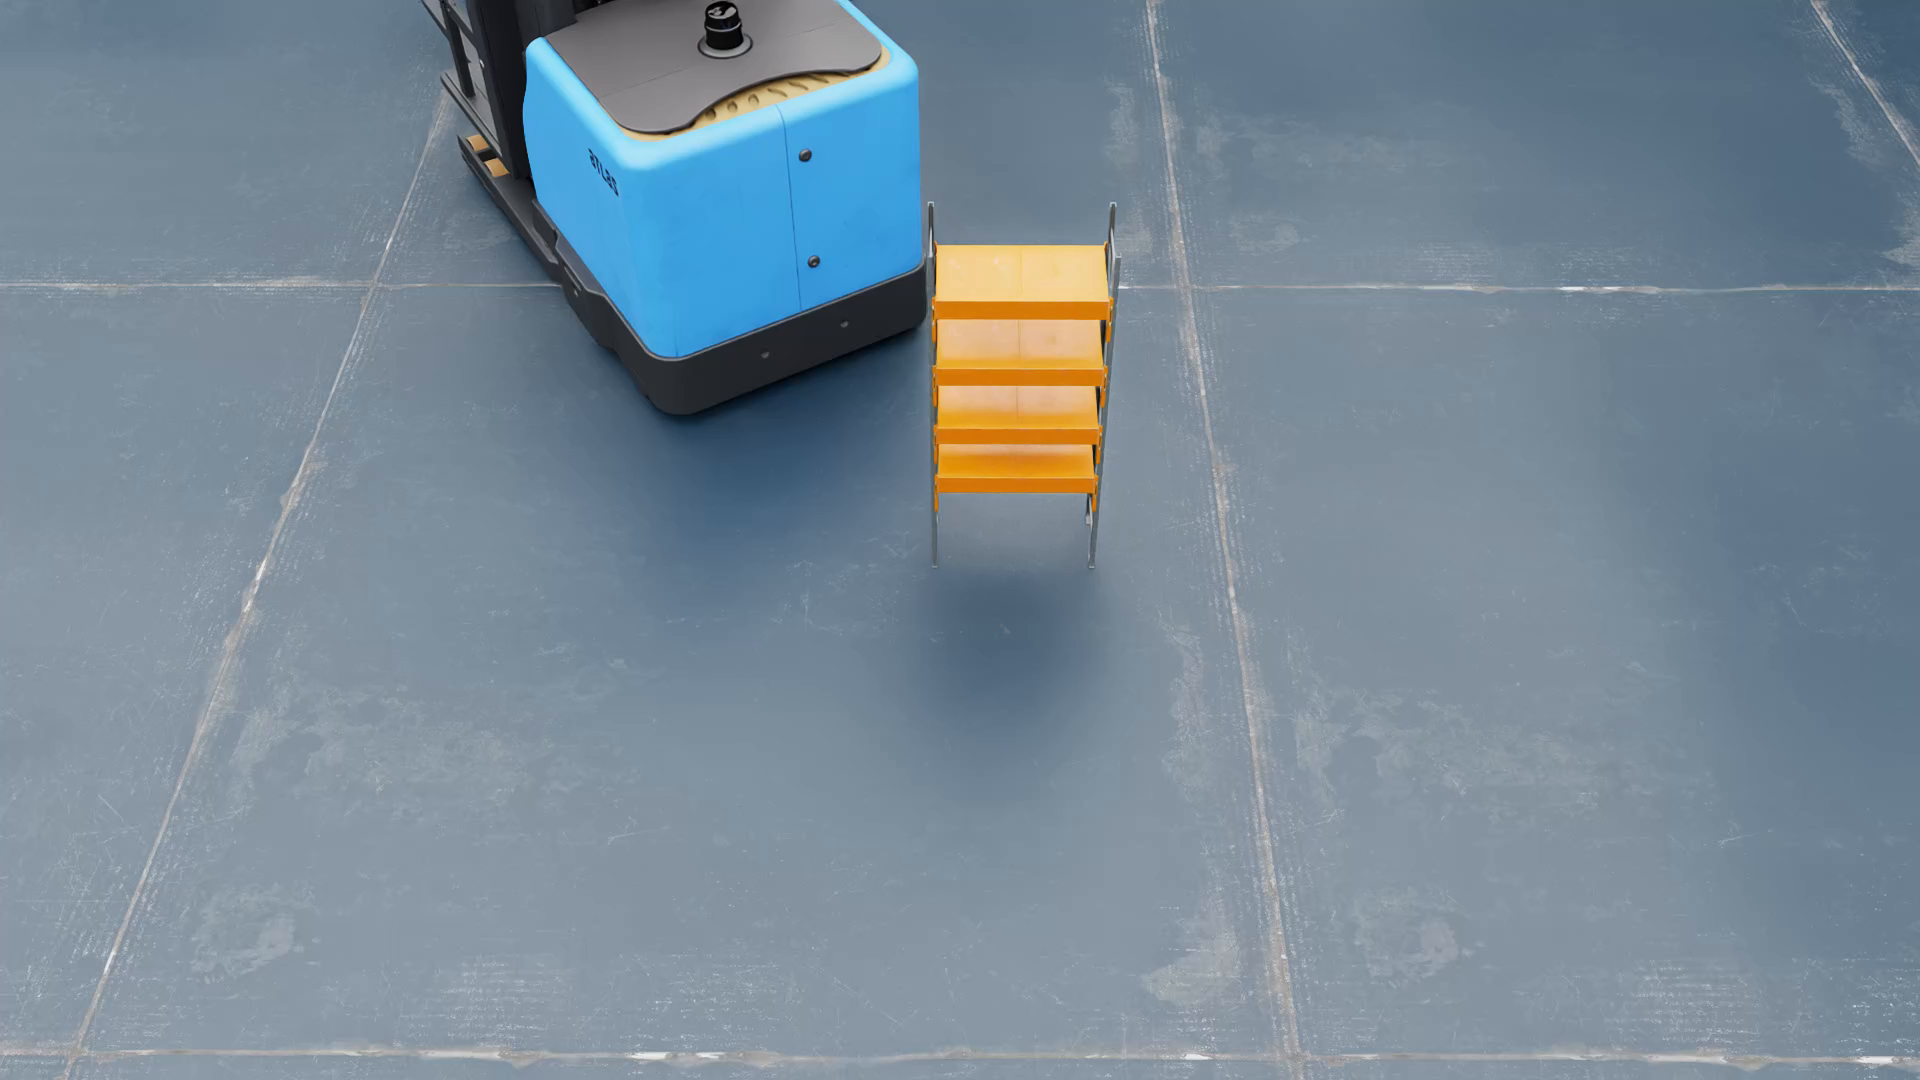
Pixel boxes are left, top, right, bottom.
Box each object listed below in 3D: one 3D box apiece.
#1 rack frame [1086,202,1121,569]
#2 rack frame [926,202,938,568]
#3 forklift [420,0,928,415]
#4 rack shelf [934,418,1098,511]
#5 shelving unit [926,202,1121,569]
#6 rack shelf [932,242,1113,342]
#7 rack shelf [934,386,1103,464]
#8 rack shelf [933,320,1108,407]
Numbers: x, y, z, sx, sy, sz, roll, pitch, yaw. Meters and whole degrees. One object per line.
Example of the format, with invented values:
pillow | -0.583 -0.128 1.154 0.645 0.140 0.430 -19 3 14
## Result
rack frame | 0.410 -0.408 4.810 0.015 1.200 0.240 0 47 0
rack frame | -0.078 -0.409 4.811 0.015 1.200 0.240 0 47 0
forklift | -1.314 -2.481 5.557 1.130 2.935 3.031 -24 52 -21
rack shelf | 0.166 -0.227 5.005 0.480 0.148 0.258 0 47 0
shelving unit | 0.166 -0.408 4.810 0.503 1.200 0.258 0 47 0
rack shelf | 0.166 -0.676 4.523 0.480 0.148 0.258 0 47 0
rack shelf | 0.166 -0.363 4.860 0.480 0.148 0.258 0 47 0
rack shelf | 0.166 -0.515 4.696 0.480 0.148 0.258 0 47 0
